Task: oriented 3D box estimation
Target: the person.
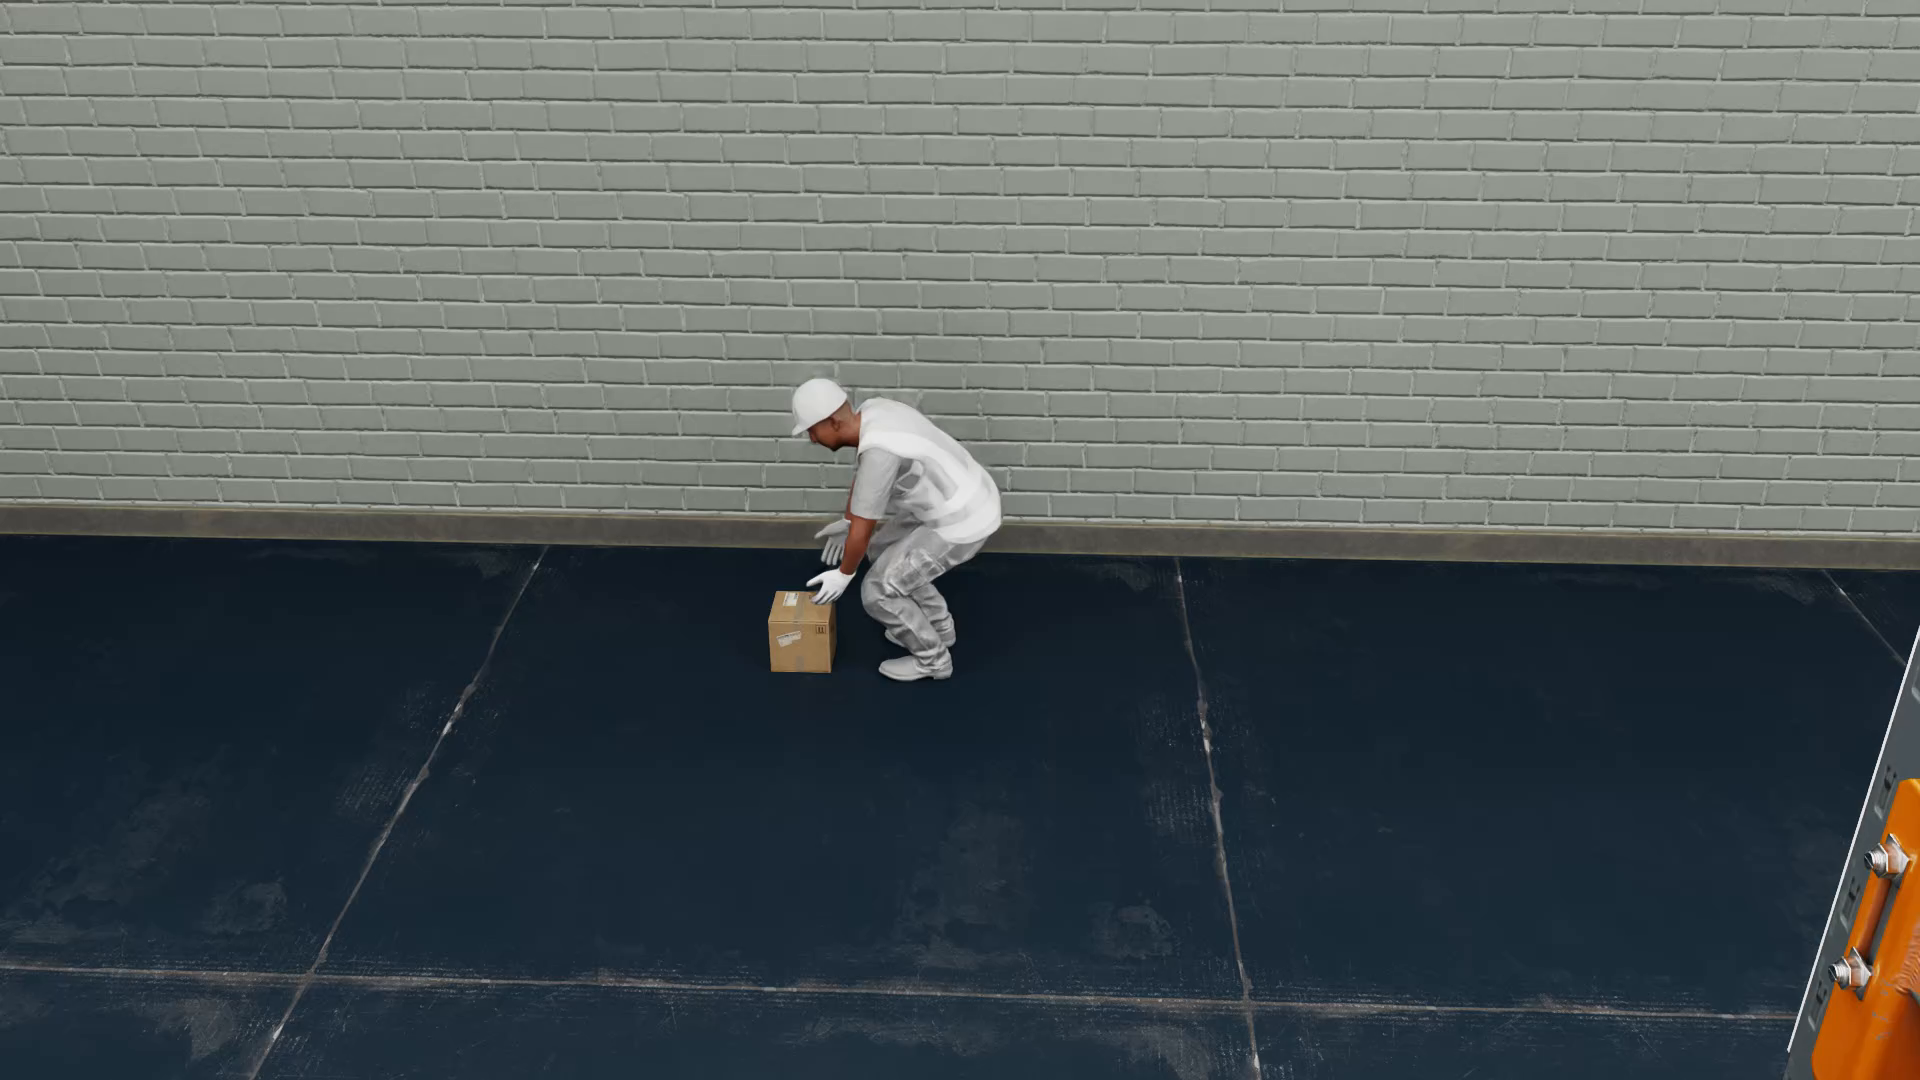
[{"bbox_3d":[-0.246,-0.048,6.726,0.827,1.288,0.609,1,28,2],"label":"person"}]
